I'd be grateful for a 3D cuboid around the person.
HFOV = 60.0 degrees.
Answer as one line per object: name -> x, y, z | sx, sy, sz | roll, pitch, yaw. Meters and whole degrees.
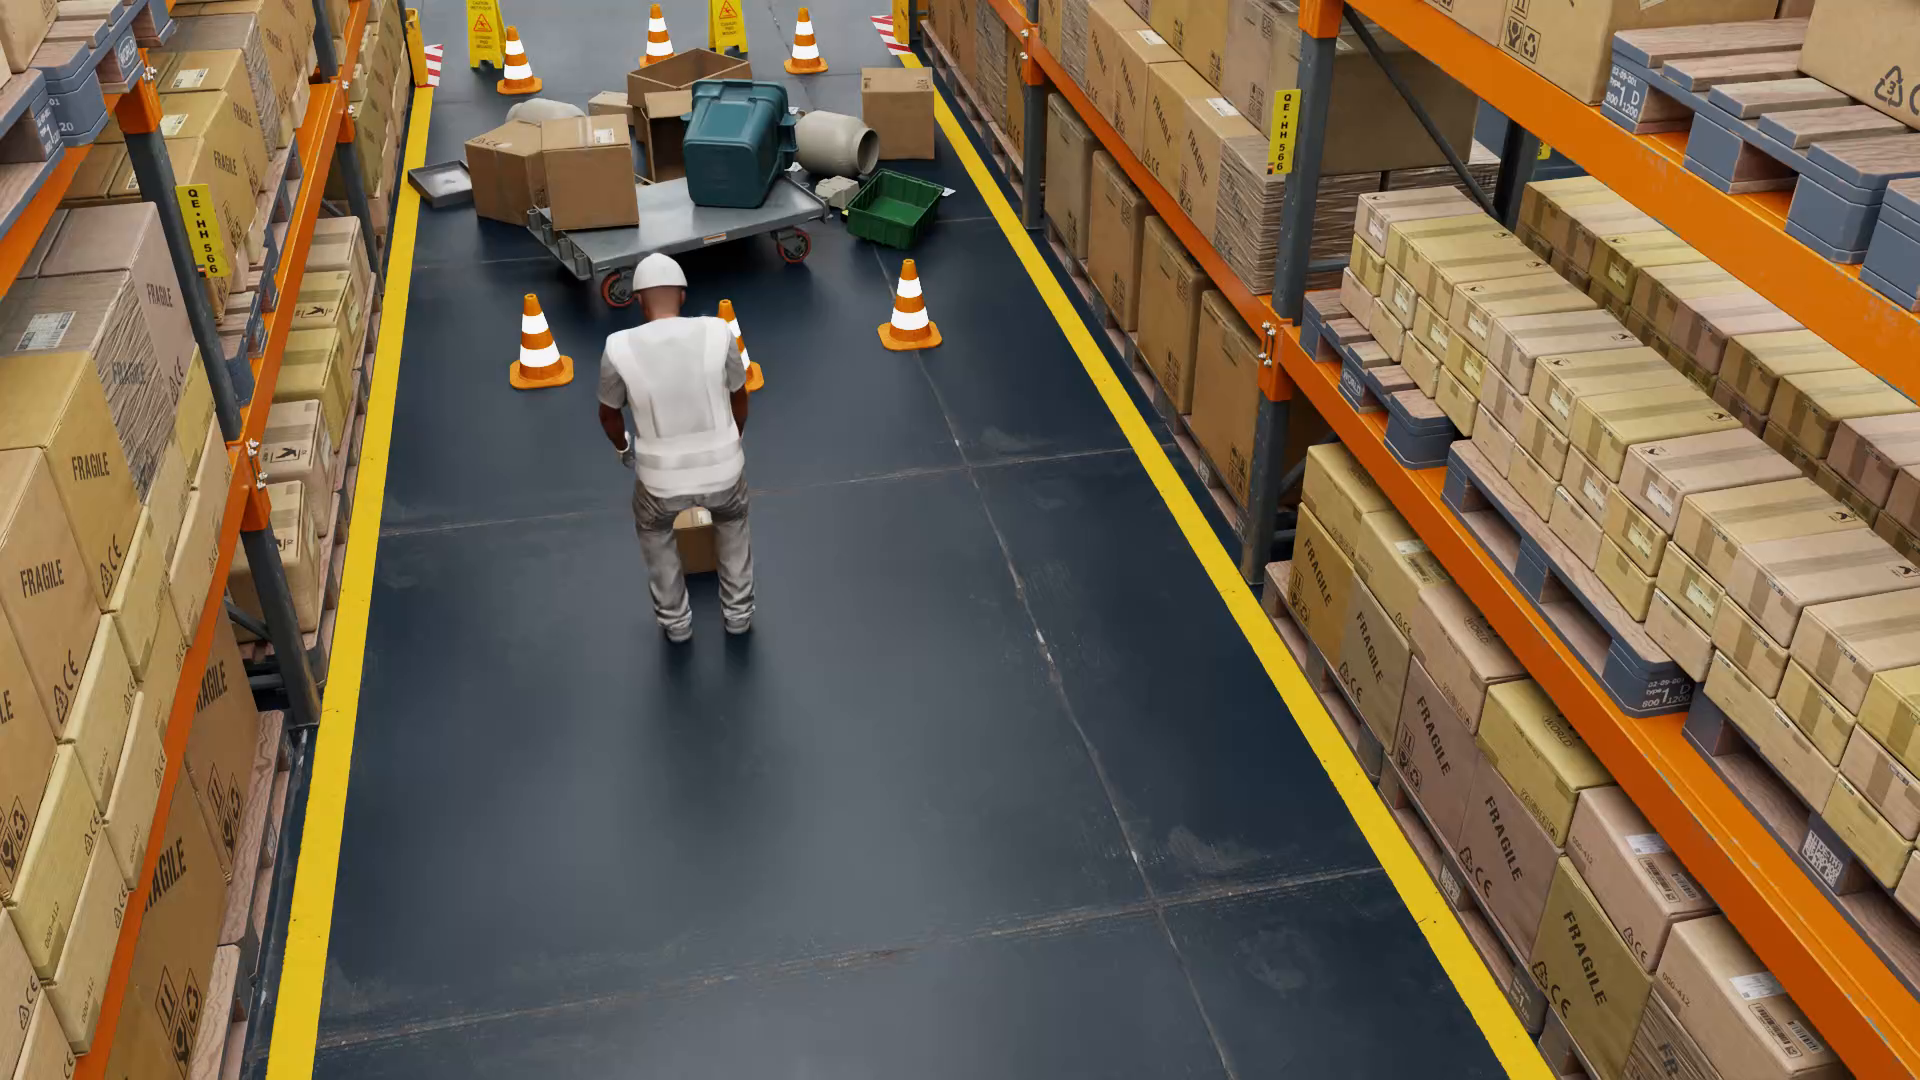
person -> -1.140, -0.336, 6.767 | 0.598, 1.624, 0.606 | -7, 35, -10
